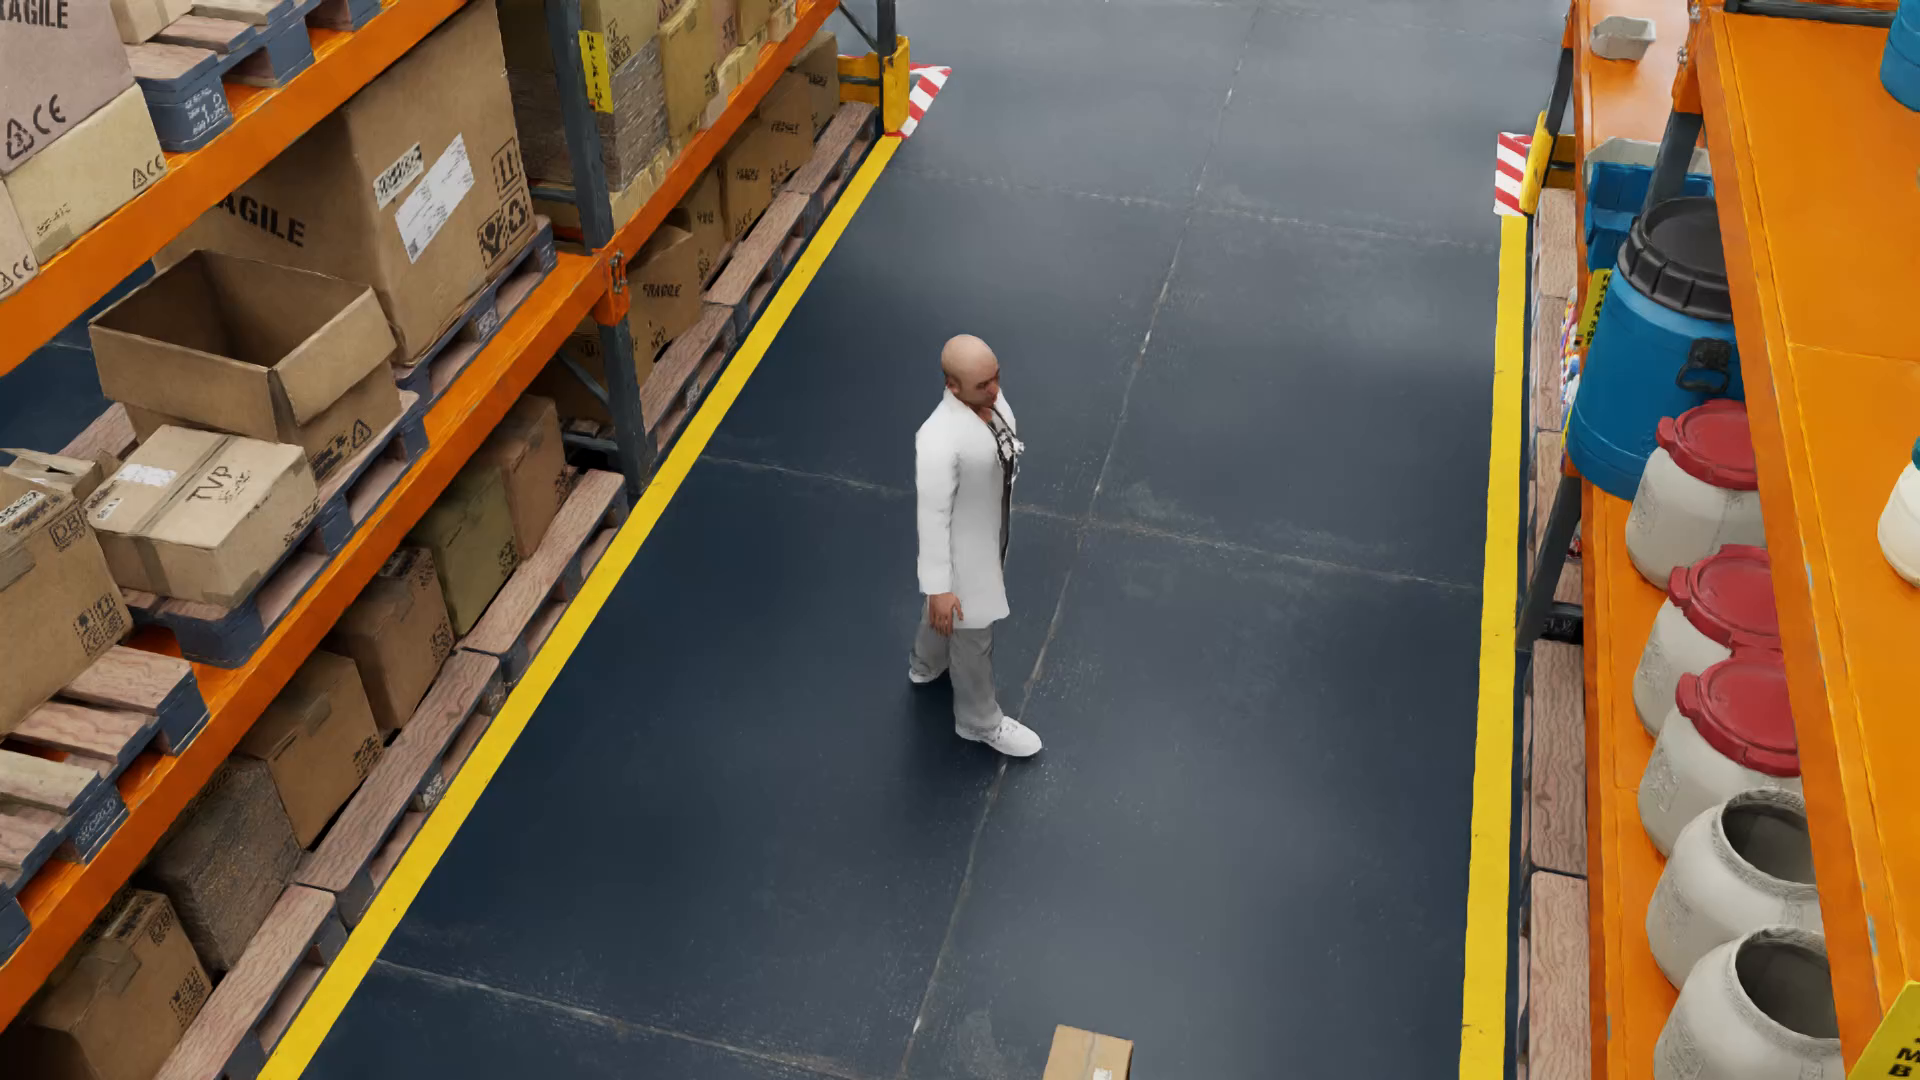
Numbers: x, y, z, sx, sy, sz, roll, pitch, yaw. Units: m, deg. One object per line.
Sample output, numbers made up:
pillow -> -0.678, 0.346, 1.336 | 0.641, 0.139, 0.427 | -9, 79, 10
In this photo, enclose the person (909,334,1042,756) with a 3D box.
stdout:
person -> 0.054, 0.025, 6.114 | 0.642, 1.776, 0.738 | 12, 42, 14
